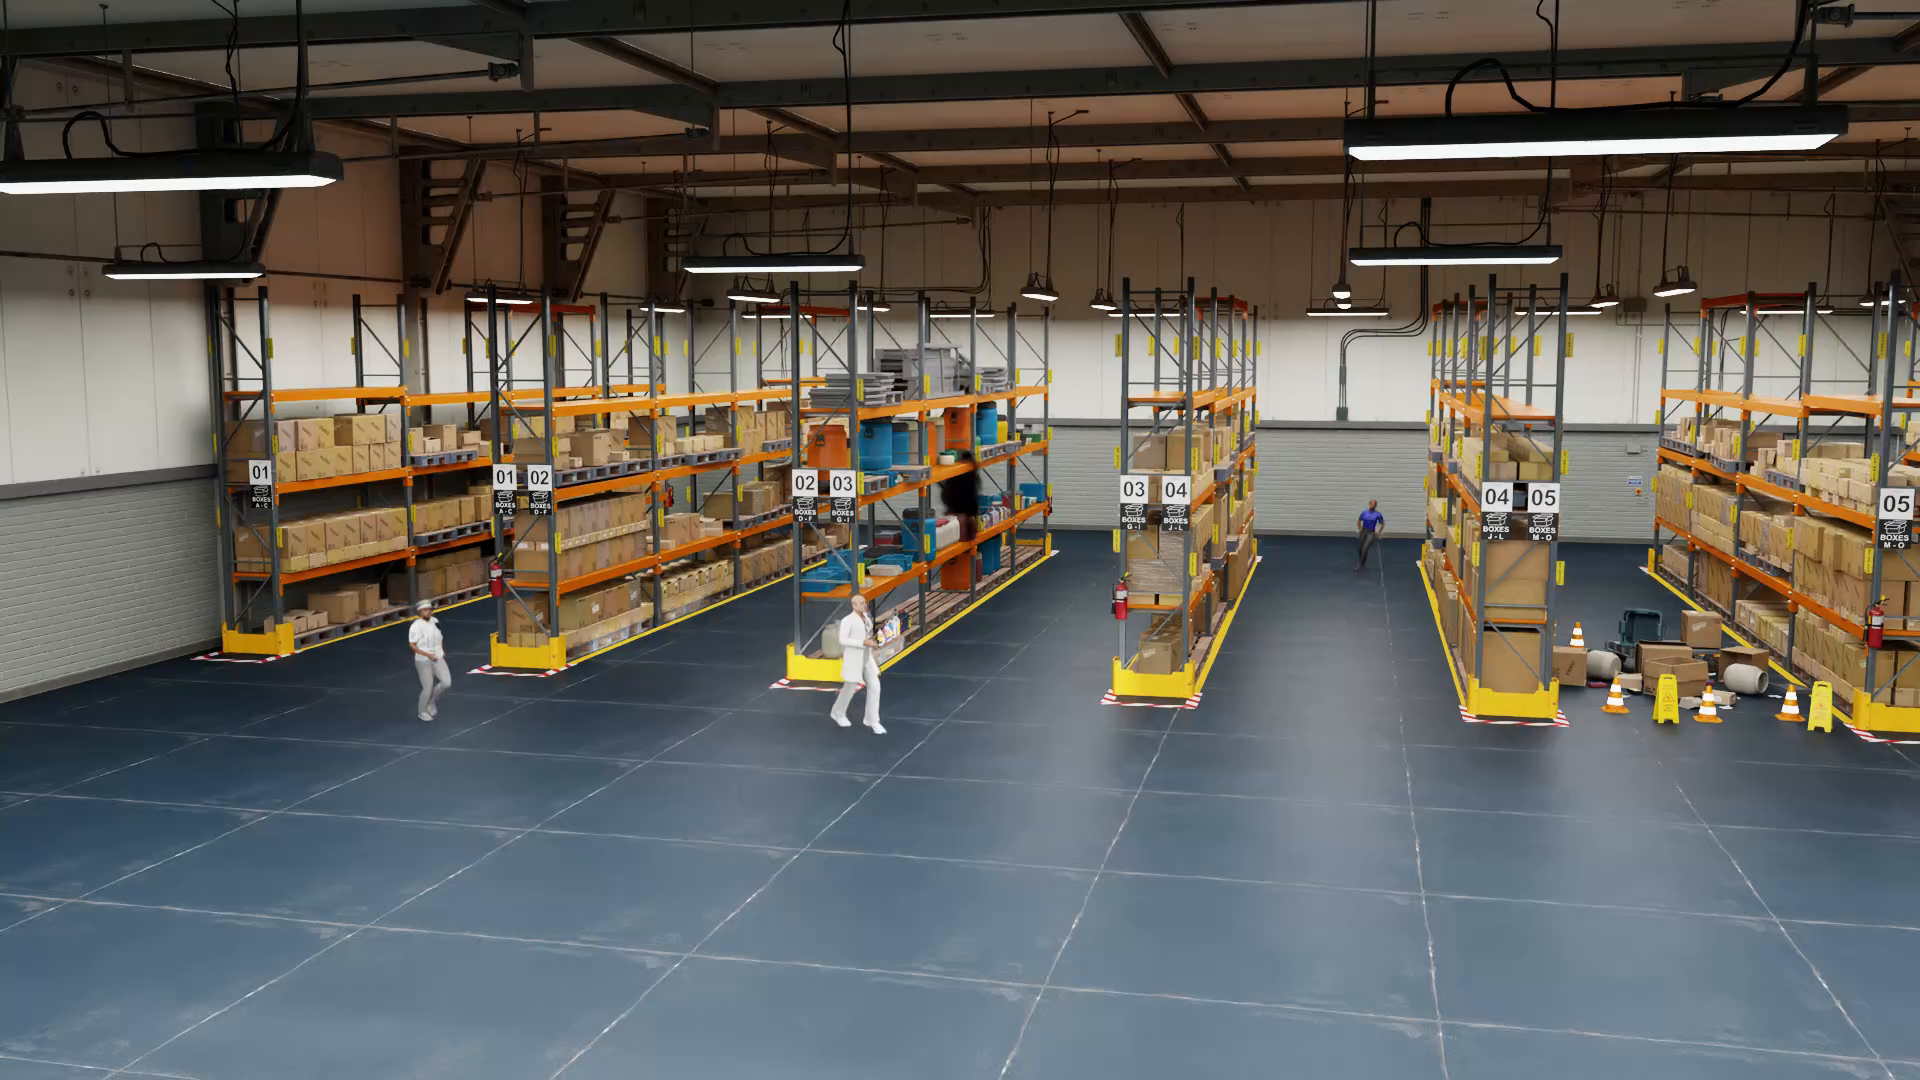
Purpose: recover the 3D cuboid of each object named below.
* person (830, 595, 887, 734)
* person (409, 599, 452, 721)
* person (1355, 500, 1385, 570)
[{"bbox_3d":[-1.376,1.622,21.795,0.870,1.827,0.679,6,9,41],"label":"person"},{"bbox_3d":[-7.130,1.610,22.420,0.541,1.661,0.582,5,8,37],"label":"person"},{"bbox_3d":[9.303,-0.126,37.743,0.653,1.600,0.646,3,7,27],"label":"person"}]
